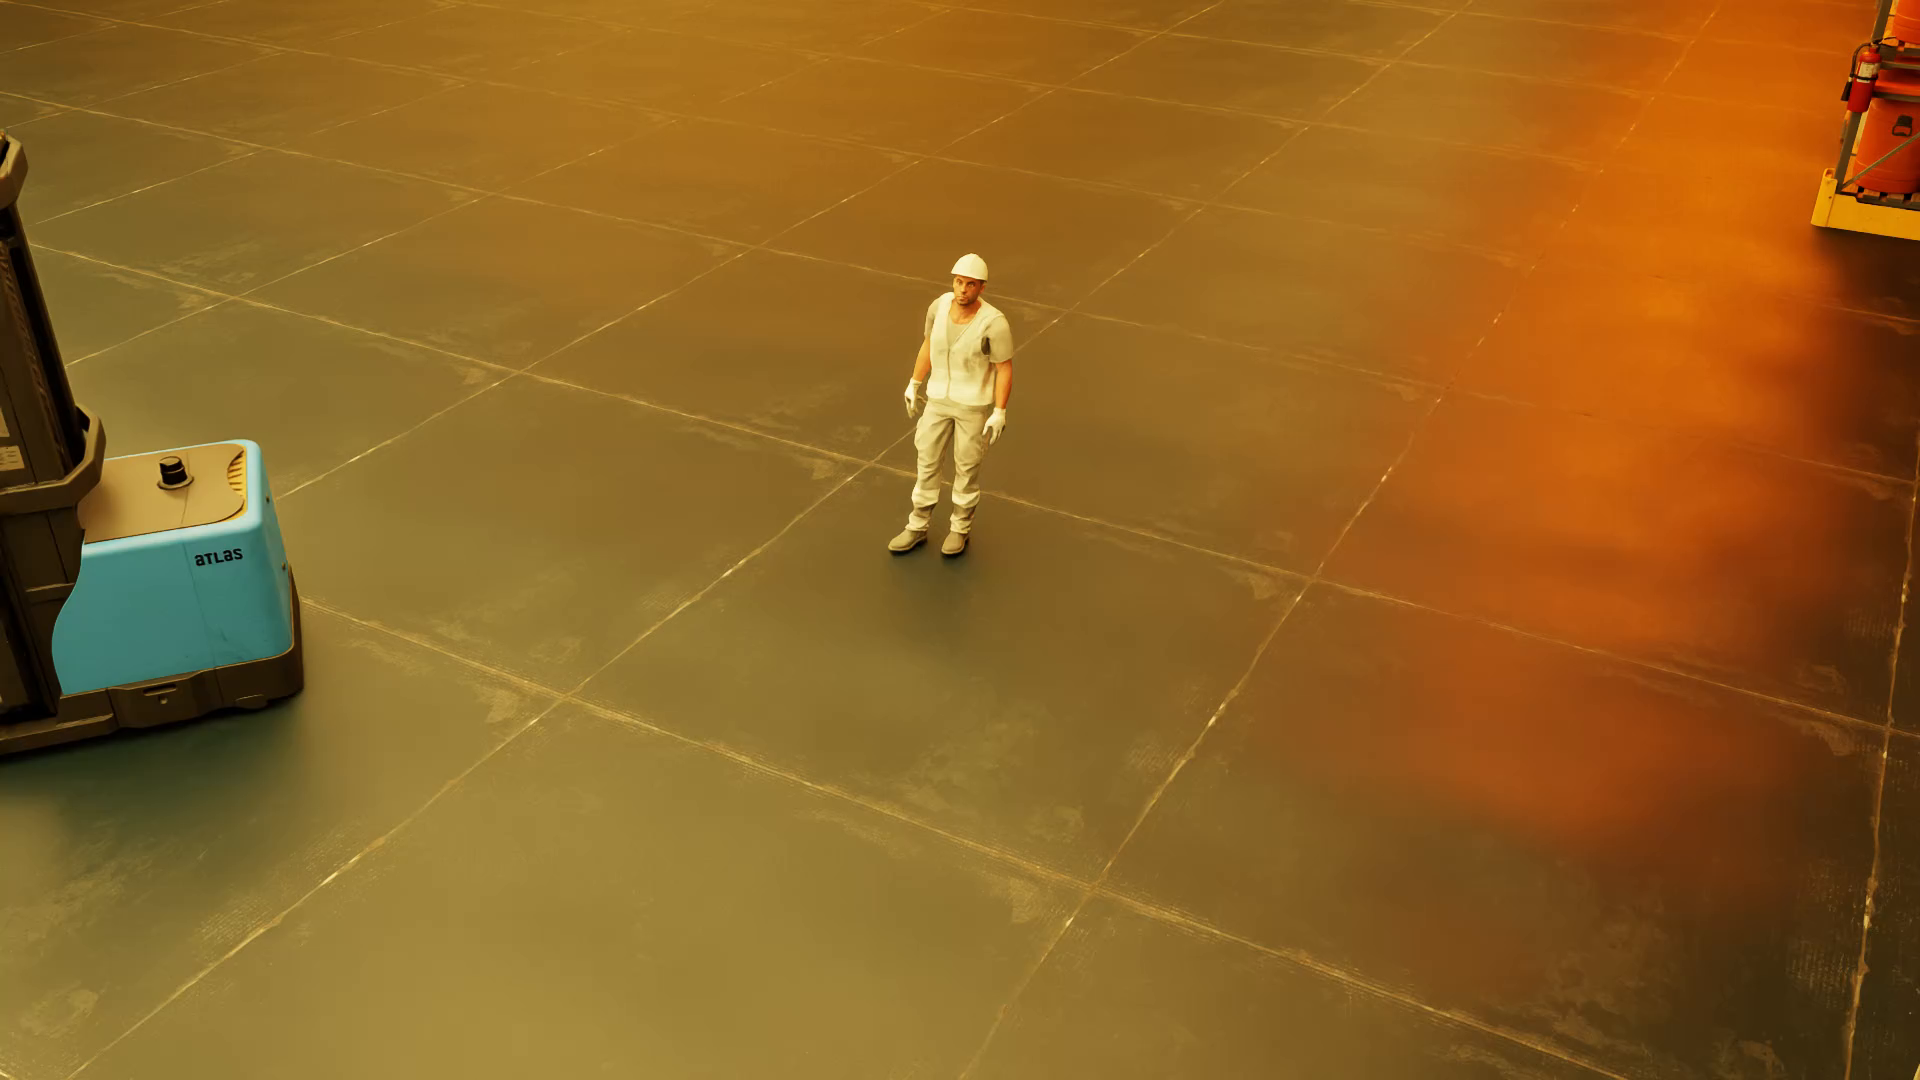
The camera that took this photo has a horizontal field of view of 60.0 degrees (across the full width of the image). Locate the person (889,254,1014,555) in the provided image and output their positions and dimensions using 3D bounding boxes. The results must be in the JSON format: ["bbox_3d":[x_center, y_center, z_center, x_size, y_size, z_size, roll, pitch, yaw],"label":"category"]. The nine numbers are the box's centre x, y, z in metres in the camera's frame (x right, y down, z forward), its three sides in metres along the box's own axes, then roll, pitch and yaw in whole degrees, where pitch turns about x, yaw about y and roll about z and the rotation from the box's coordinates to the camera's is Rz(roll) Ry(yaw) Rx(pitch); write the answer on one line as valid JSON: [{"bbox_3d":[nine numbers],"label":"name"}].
[{"bbox_3d":[-0.049,-0.749,9.497,0.637,1.787,0.564,15,33,25],"label":"person"}]

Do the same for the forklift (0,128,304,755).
[{"bbox_3d":[-4.956,-0.404,7.771,3.031,2.935,1.130,-11,32,-18],"label":"forklift"}]
